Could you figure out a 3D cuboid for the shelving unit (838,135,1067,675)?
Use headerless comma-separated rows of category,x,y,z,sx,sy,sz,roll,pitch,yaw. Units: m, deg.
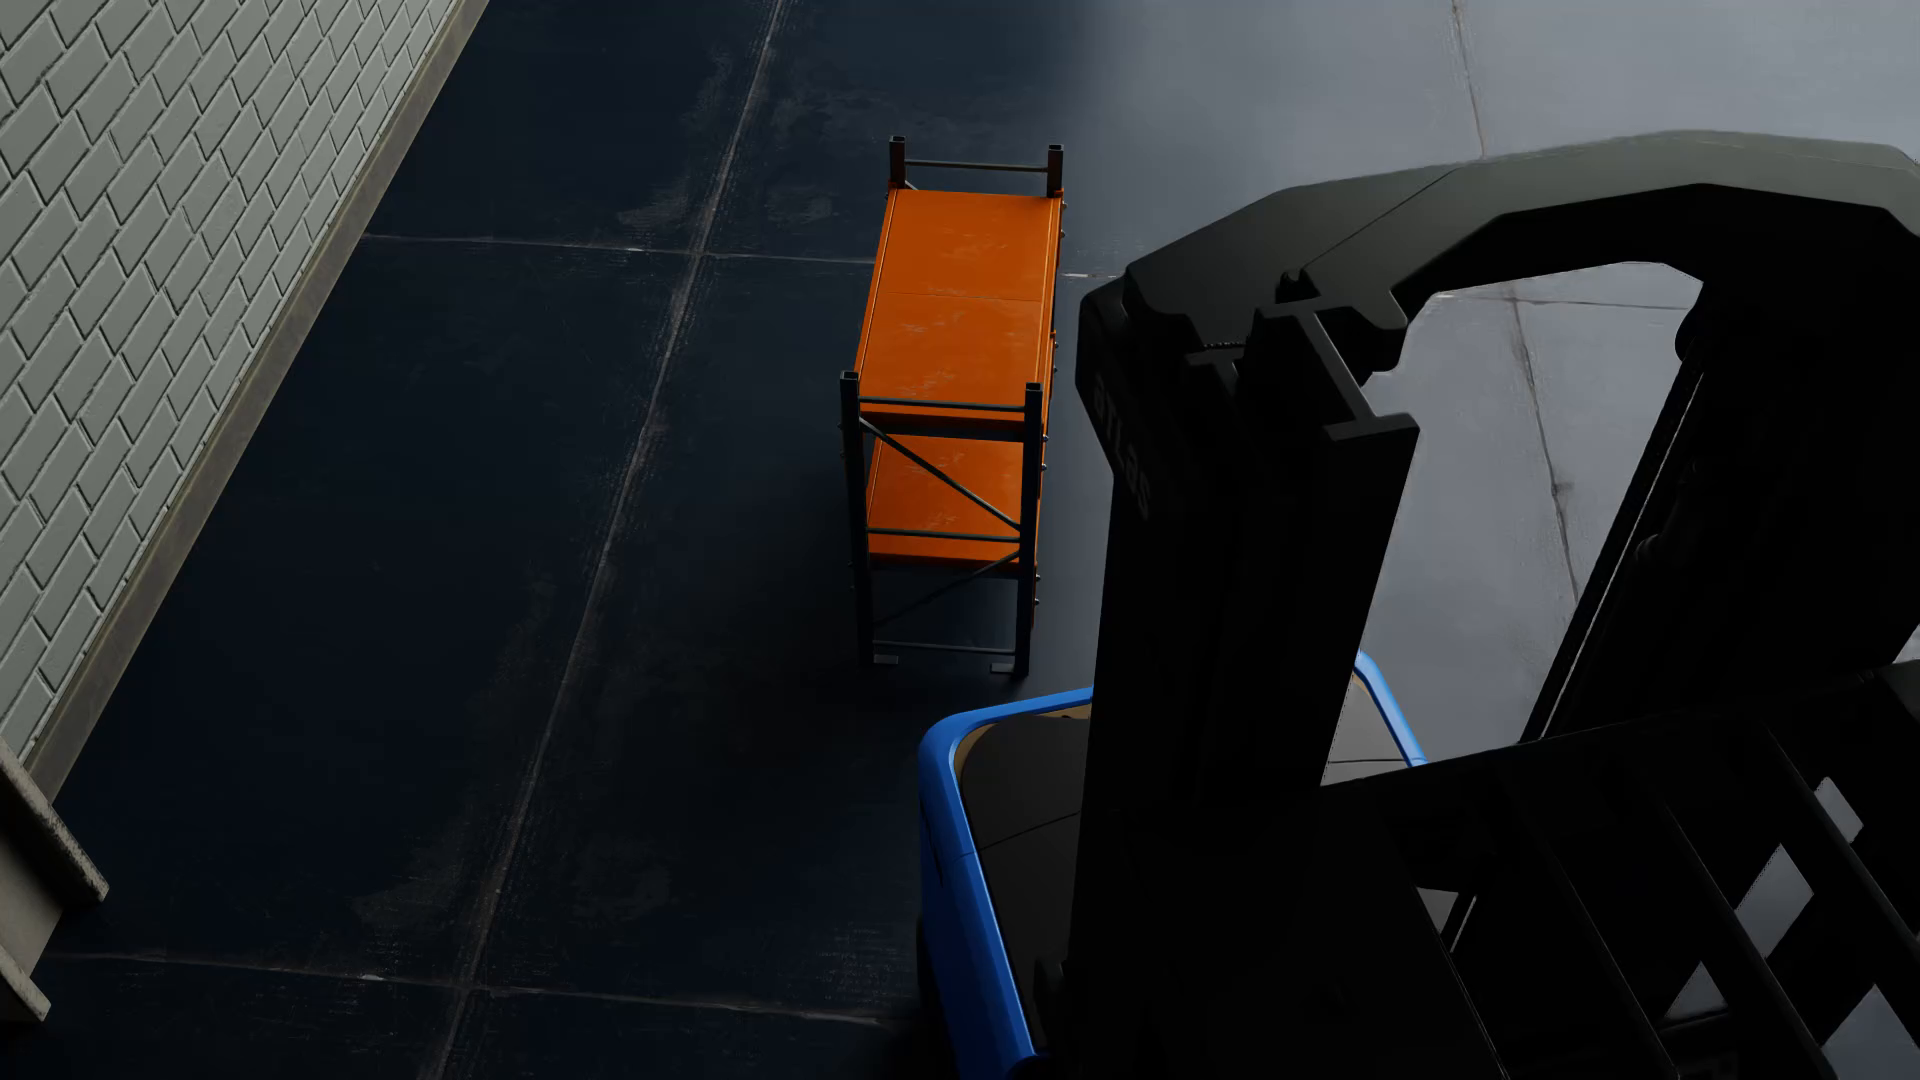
shelving unit,0.001,-0.385,4.839,0.538,1.125,1.048,4,48,4

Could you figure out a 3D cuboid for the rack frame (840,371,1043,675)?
rack frame,-0.046,-0.011,4.498,0.500,1.125,0.032,4,48,4

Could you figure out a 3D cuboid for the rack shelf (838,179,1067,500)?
rack shelf,0.001,-0.582,4.623,0.538,0.278,1.000,4,48,4

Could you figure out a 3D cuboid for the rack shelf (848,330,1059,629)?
rack shelf,0.001,-0.220,5.020,0.538,0.278,1.000,4,48,4

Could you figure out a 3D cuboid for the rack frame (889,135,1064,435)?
rack frame,0.047,-0.758,5.181,0.500,1.125,0.032,4,48,4

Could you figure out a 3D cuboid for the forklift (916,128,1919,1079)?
forklift,0.744,1.083,2.273,1.130,2.935,3.031,-10,48,-9
